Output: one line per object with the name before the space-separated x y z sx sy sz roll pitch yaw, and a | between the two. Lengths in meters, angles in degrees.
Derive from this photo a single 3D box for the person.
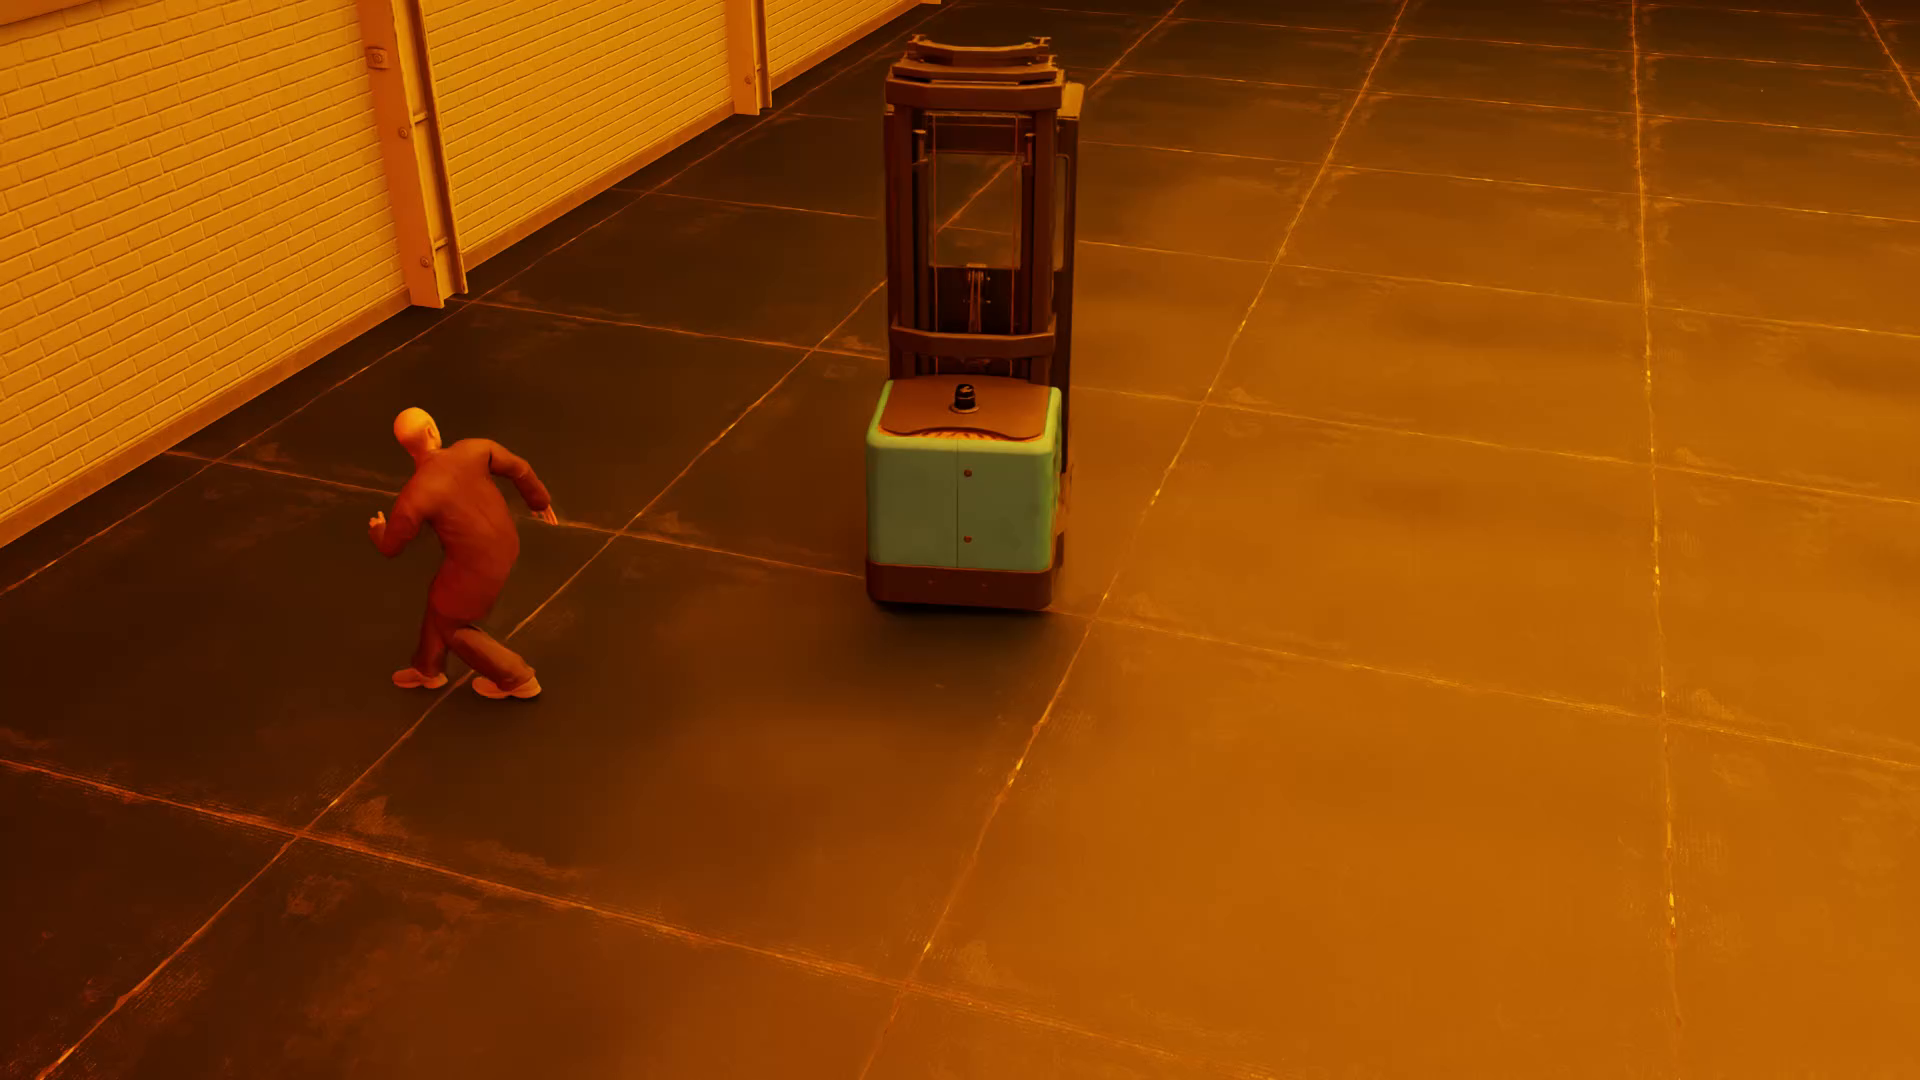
person | -2.561 0.025 8.429 0.850 1.626 0.817 10 31 17

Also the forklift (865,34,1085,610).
forklift | 0.146 -1.590 9.926 1.130 2.935 3.031 3 30 5
